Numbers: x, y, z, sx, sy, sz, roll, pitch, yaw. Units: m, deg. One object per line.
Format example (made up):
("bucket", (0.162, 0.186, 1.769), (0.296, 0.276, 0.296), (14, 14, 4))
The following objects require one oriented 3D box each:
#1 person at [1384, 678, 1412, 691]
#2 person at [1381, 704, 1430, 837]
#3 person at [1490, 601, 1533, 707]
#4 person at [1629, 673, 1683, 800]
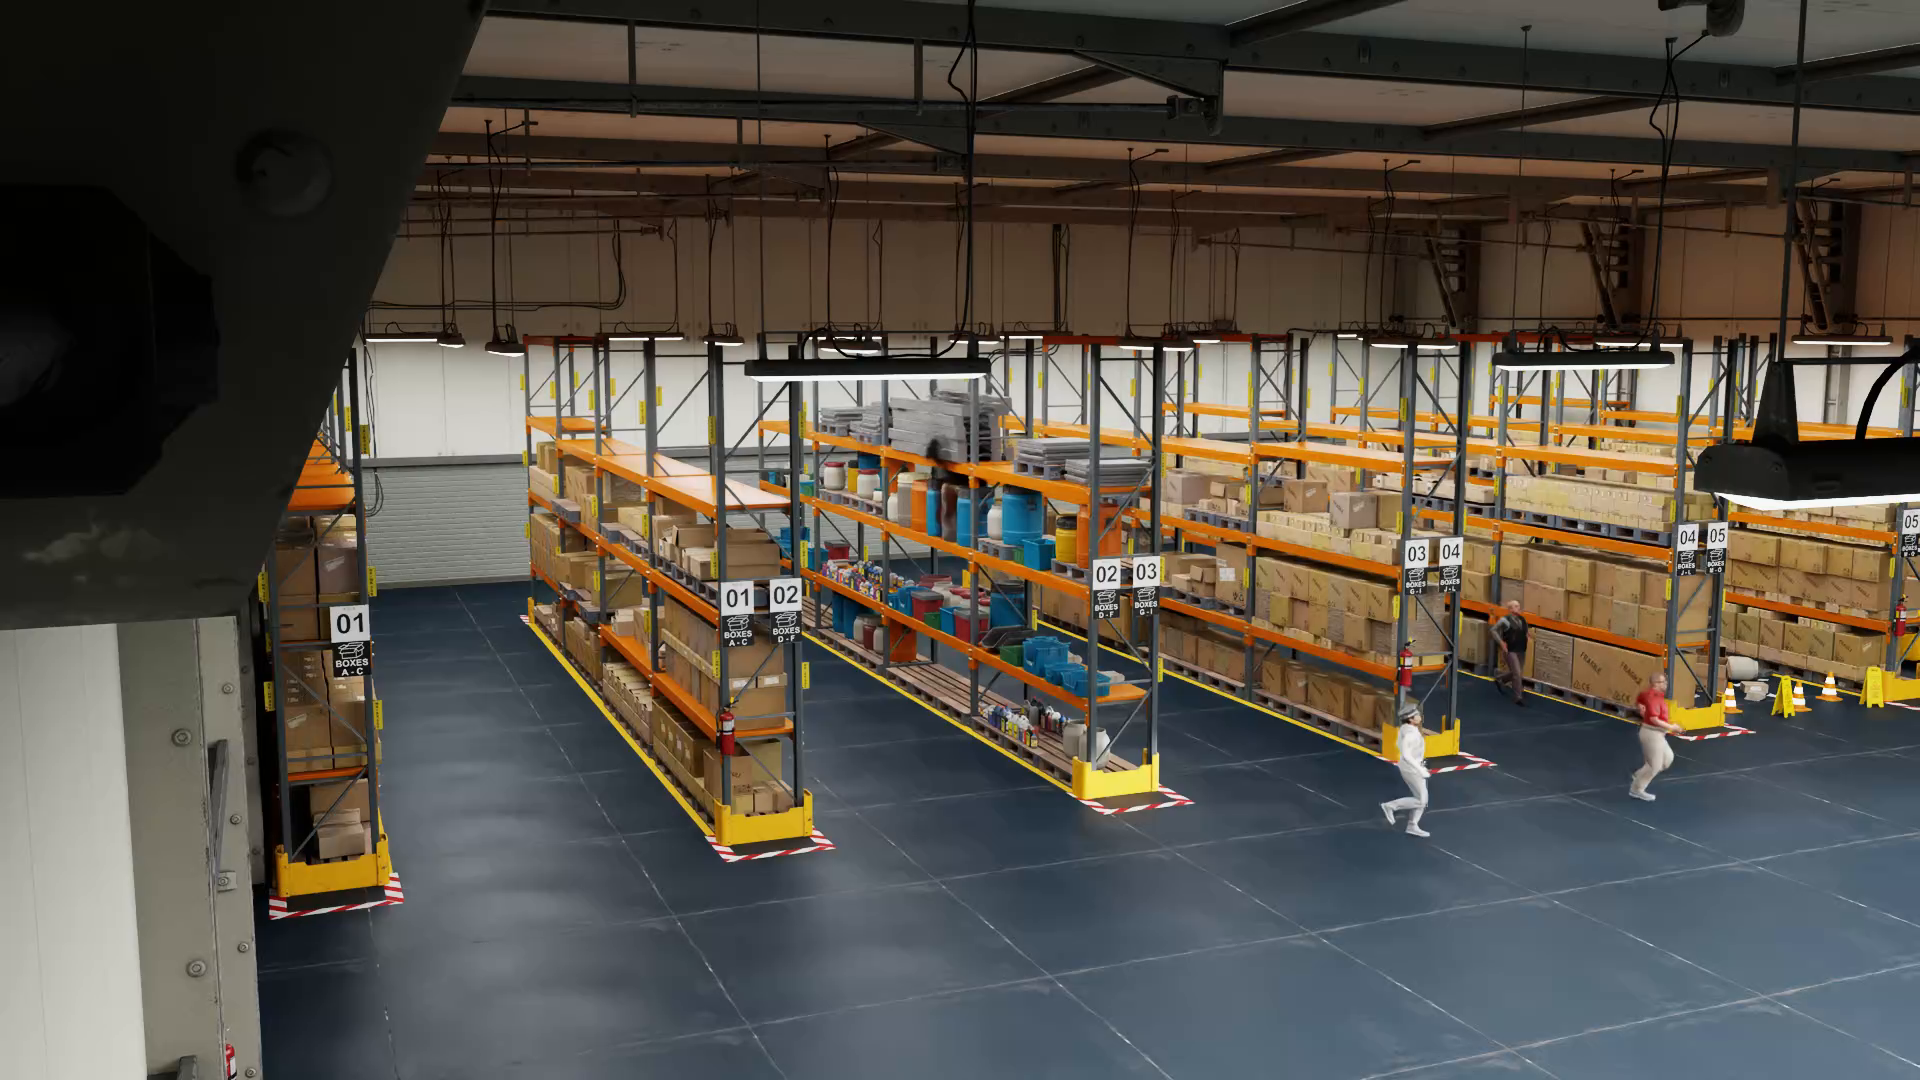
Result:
("person", (7.523, 1.705, 28.430), (0.709, 1.733, 0.638), (-6, 9, -36))
("person", (5.486, 2.819, 20.429), (0.600, 1.662, 0.625), (1, 8, 8))
("person", (9.109, 1.842, 27.394), (0.666, 1.699, 0.930), (-4, 8, -26))
("person", (9.193, 2.586, 21.932), (0.615, 1.687, 0.692), (3, 8, 19))
